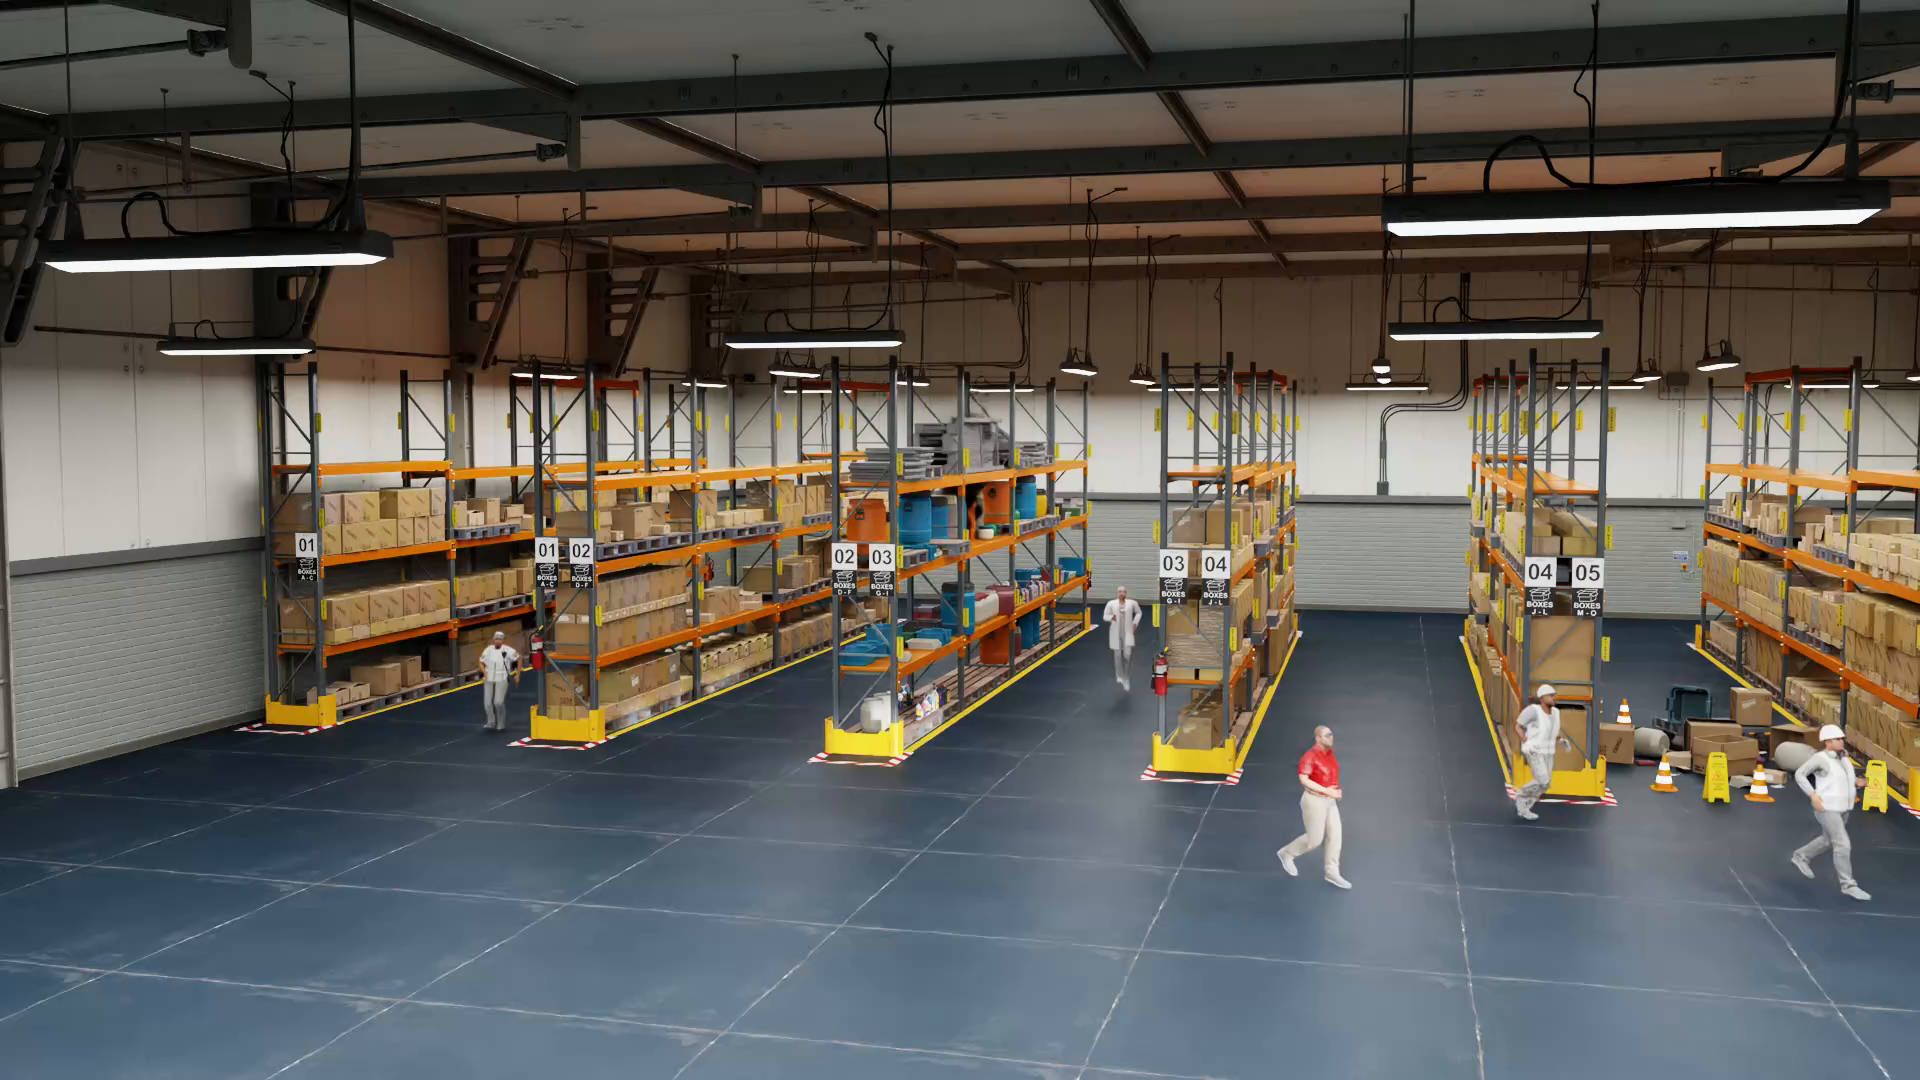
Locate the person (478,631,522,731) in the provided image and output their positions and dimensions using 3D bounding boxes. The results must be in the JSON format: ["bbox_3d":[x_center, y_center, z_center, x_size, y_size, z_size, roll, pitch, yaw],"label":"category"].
[{"bbox_3d":[-7.490,2.293,27.003,0.666,1.637,0.611,0,4,0],"label":"person"}]

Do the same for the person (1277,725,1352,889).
[{"bbox_3d":[3.893,2.877,18.117,0.839,1.739,0.687,4,5,43],"label":"person"}]

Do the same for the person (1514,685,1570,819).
[{"bbox_3d":[7.354,2.673,20.959,0.645,1.710,0.594,-2,5,-28],"label":"person"}]

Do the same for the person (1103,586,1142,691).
[{"bbox_3d":[2.905,1.759,29.784,0.688,1.871,0.743,1,4,7],"label":"person"}]

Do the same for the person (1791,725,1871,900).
[{"bbox_3d":[9.282,2.846,17.696,0.653,1.761,0.967,-2,5,-31],"label":"person"}]
